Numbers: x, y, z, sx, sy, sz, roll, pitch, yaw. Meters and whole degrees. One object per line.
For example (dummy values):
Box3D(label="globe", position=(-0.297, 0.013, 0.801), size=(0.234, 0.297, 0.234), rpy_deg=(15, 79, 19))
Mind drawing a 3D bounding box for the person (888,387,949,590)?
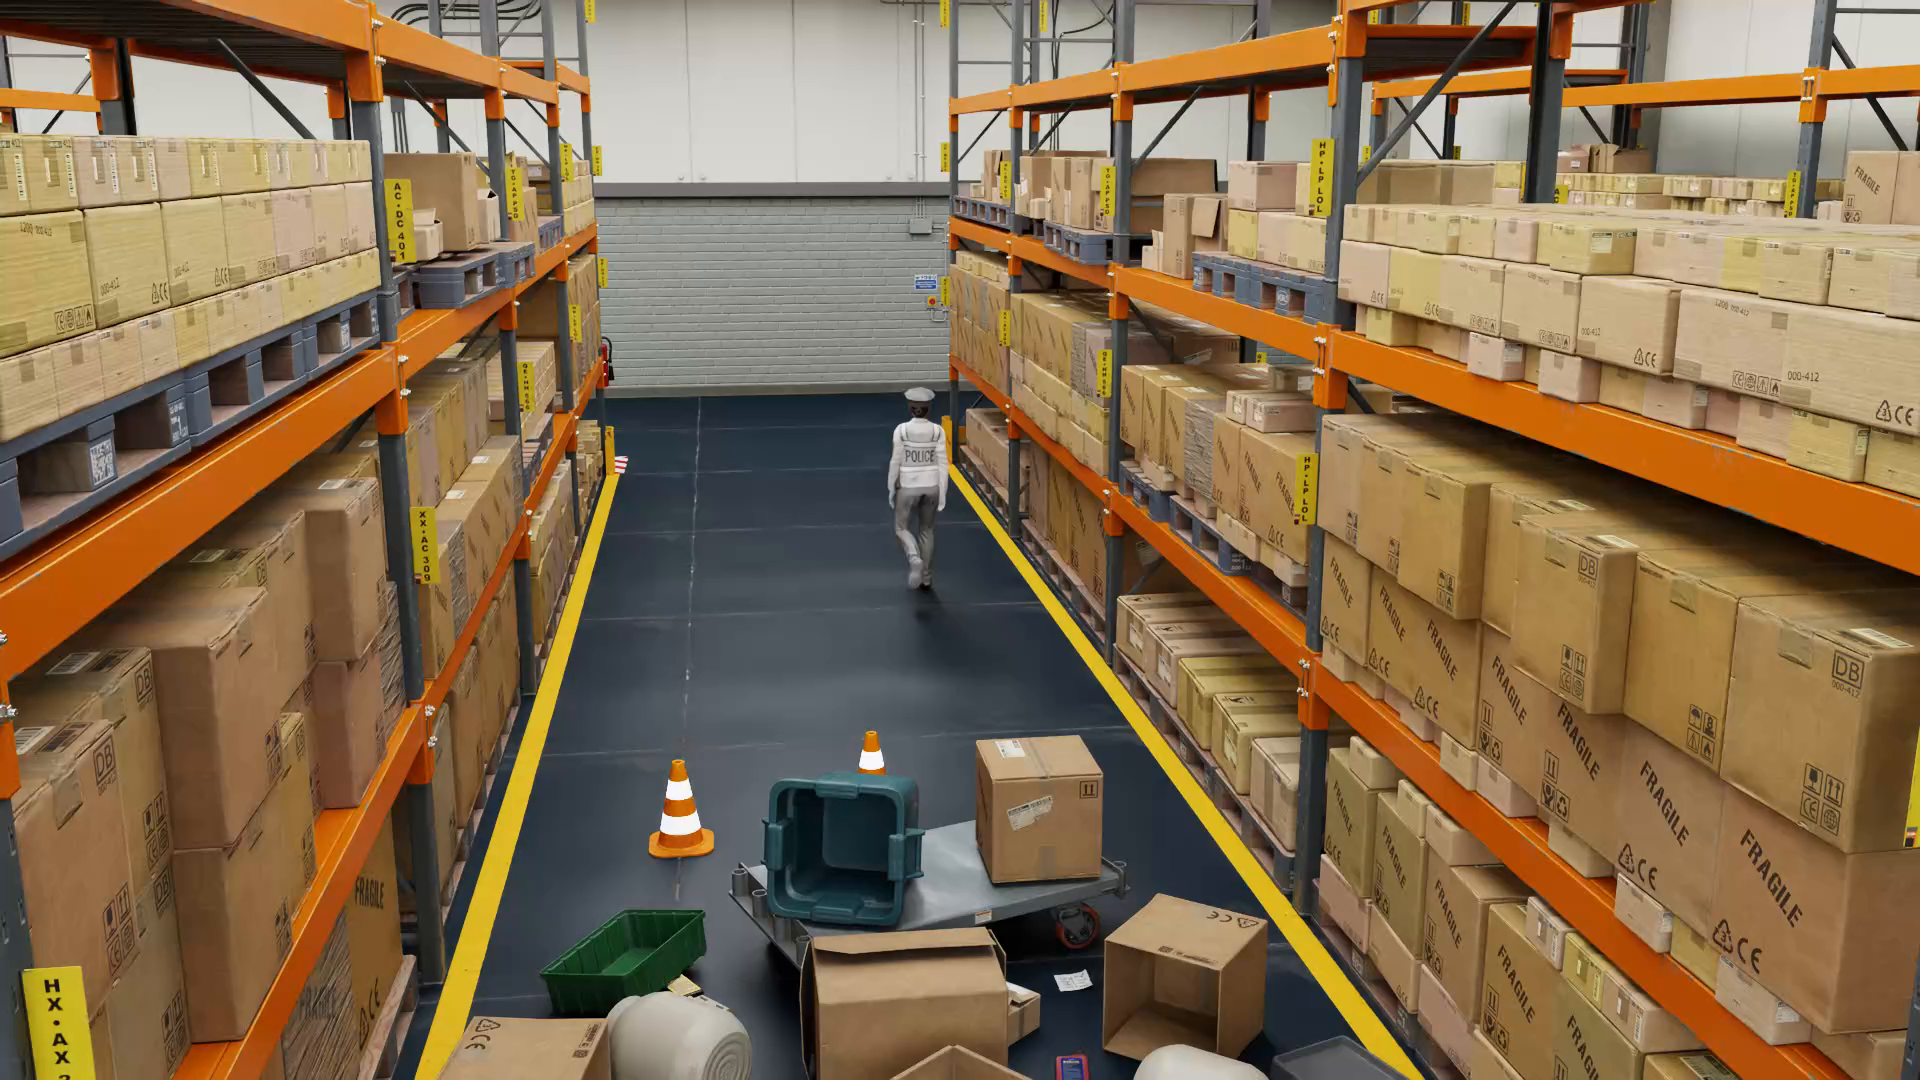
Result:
Box3D(label="person", position=(-0.333, -0.406, 13.584), size=(0.492, 1.660, 0.641), rpy_deg=(-3, 14, -14))
